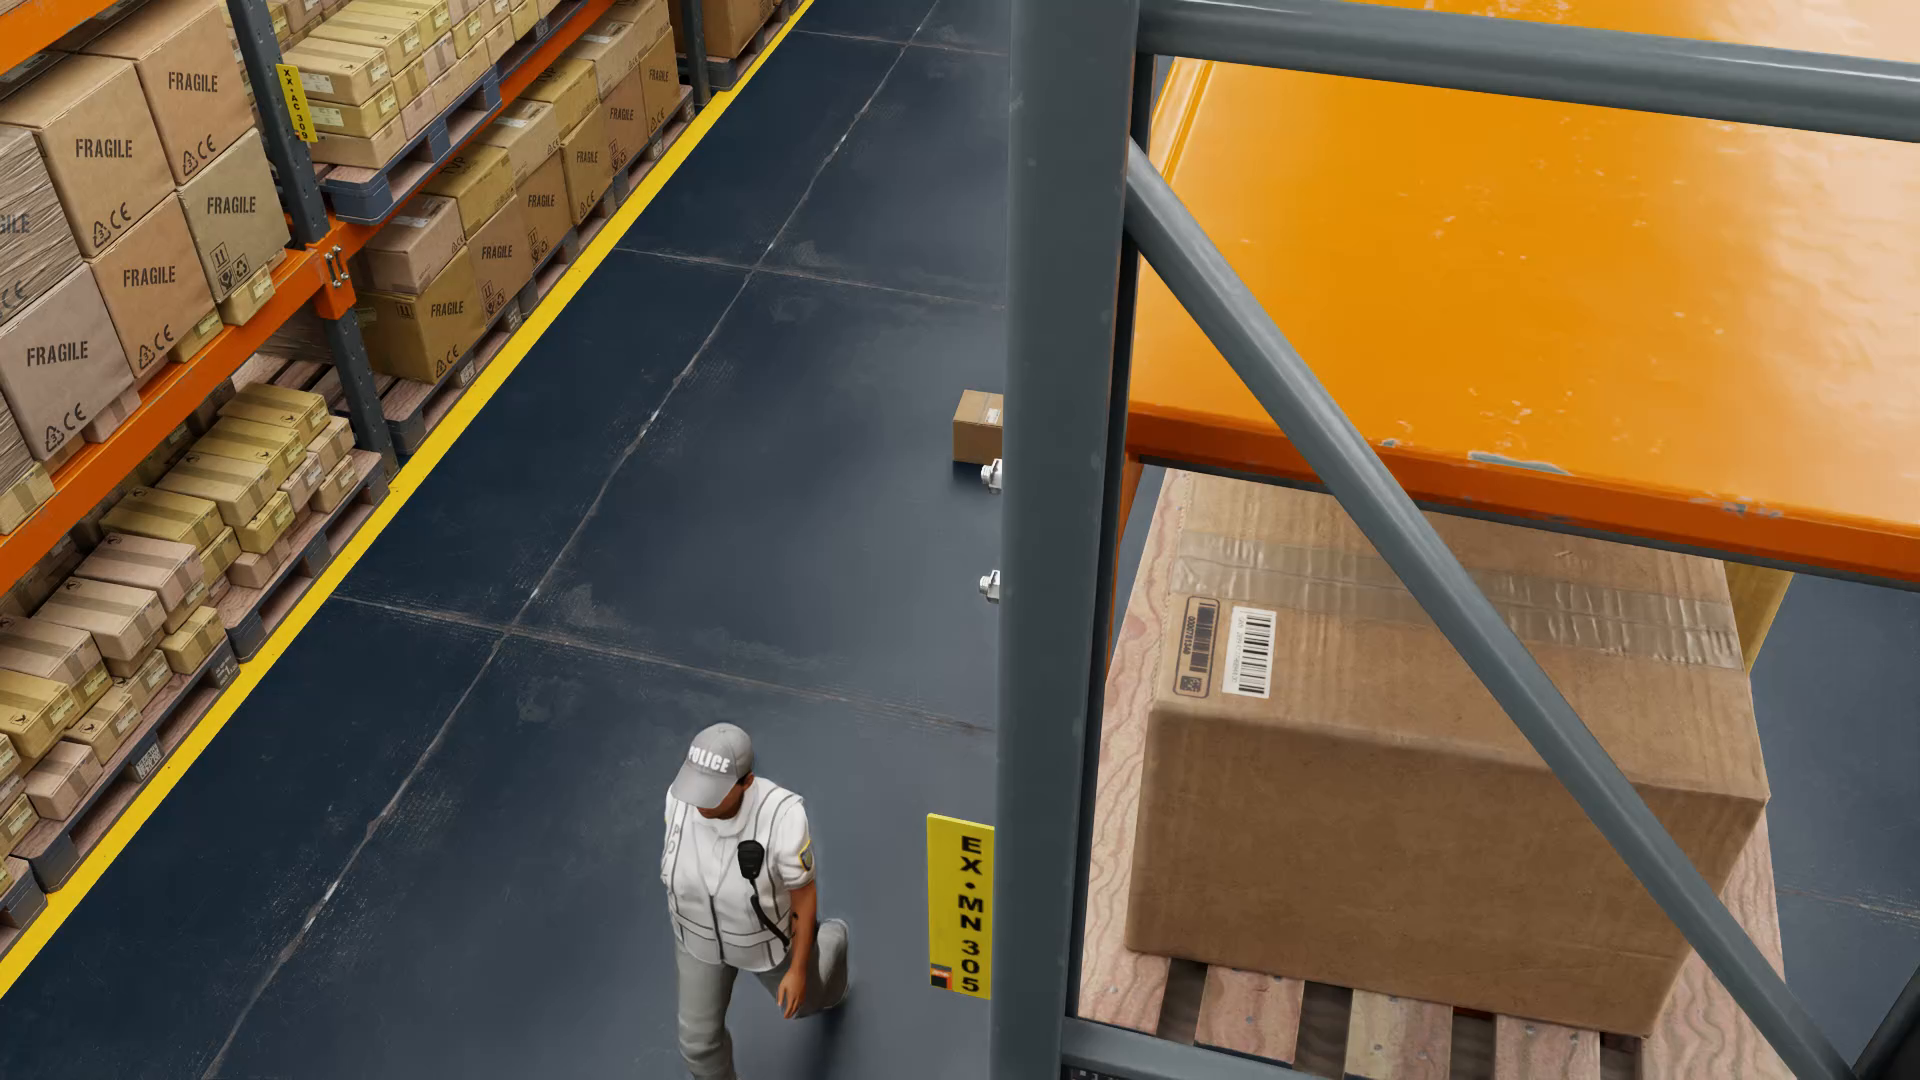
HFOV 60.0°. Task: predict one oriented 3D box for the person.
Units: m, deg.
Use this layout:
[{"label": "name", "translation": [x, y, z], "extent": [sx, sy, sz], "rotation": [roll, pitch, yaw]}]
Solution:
[{"label": "person", "translation": [-0.631, 1.127, 5.021], "extent": [0.478, 1.621, 0.905], "rotation": [8, 42, 9]}]
